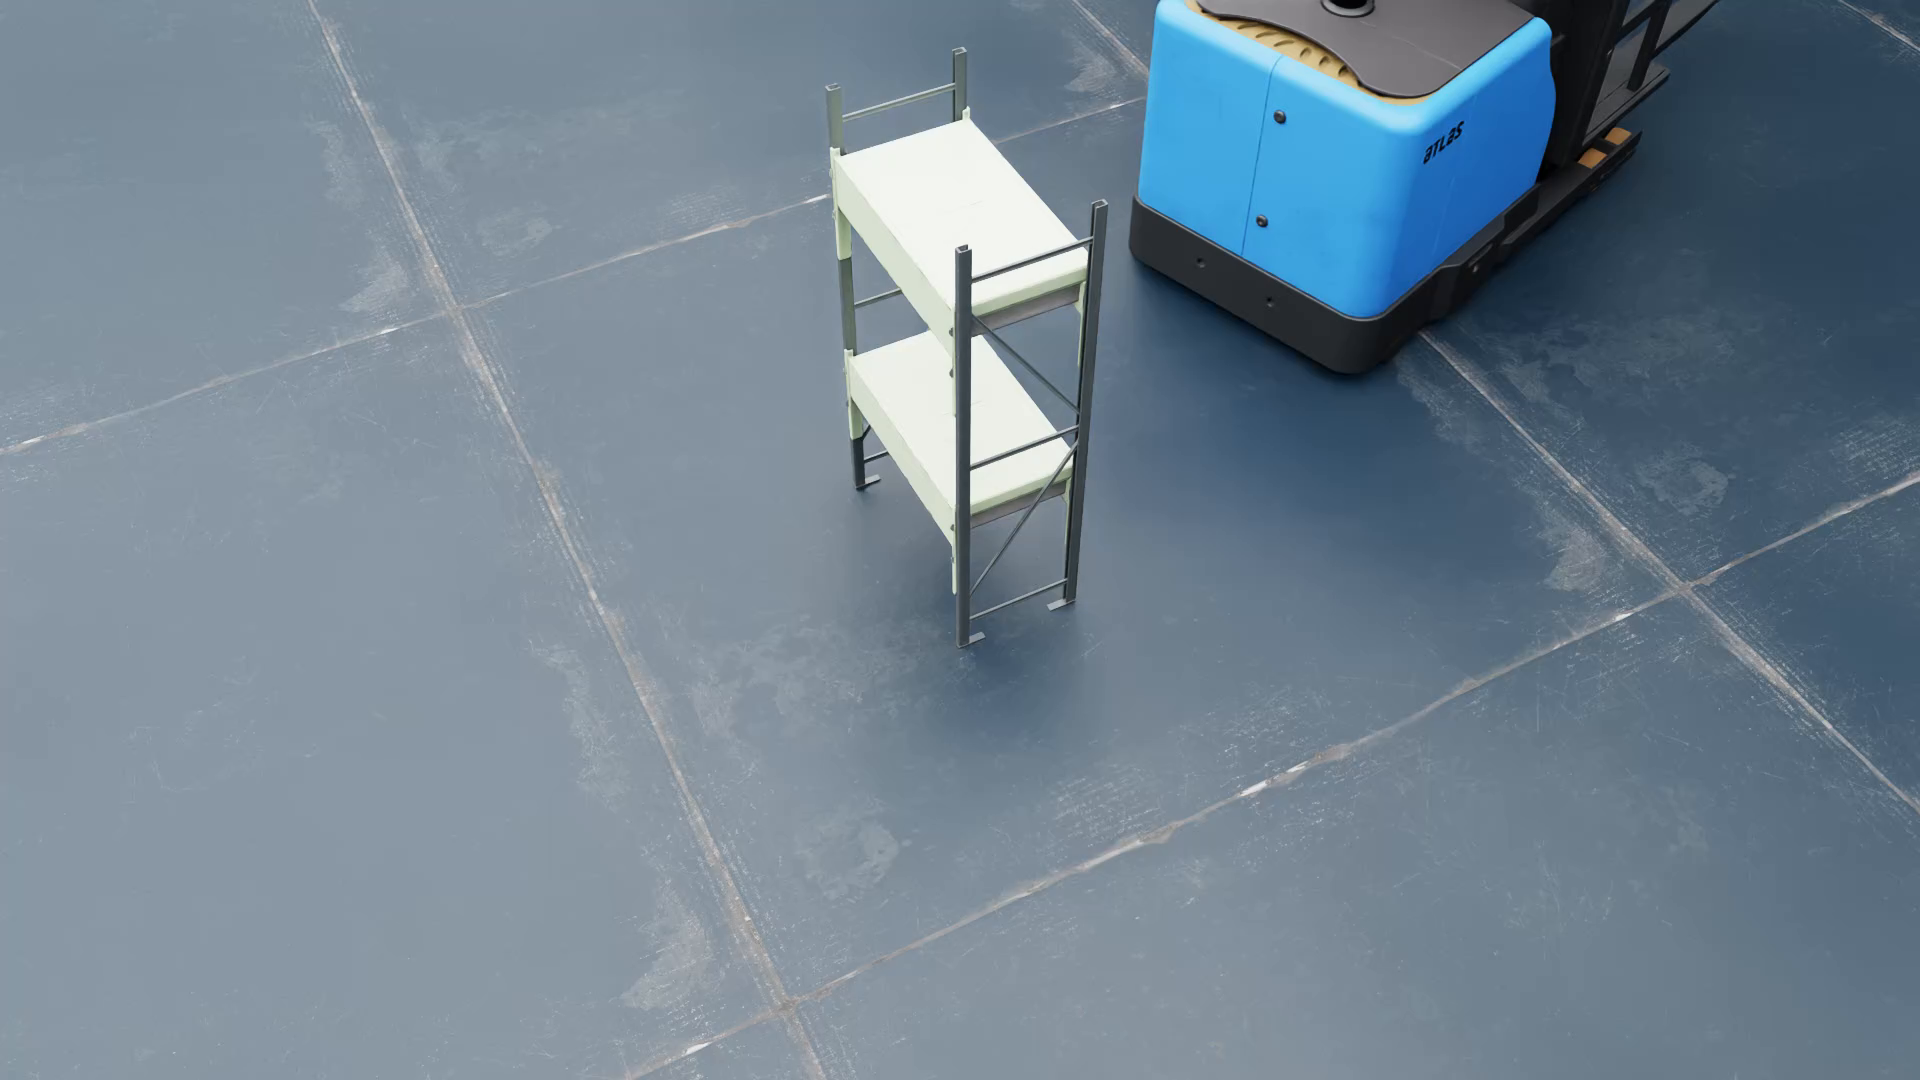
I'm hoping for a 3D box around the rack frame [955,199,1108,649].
[{"bbox_3d":[0.171,-0.244,4.467,0.400,1.500,0.023,-21,52,-18],"label":"rack frame"}]

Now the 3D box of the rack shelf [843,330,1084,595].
[{"bbox_3d":[0.003,-0.275,4.927,0.431,0.370,0.720,-21,52,-18],"label":"rack shelf"}]

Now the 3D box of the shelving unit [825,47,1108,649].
[{"bbox_3d":[0.003,-0.489,4.682,0.431,1.500,0.755,-21,52,-18],"label":"shelving unit"}]

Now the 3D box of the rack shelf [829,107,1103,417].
[{"bbox_3d":[0.003,-0.746,4.388,0.431,0.370,0.720,-21,52,-18],"label":"rack shelf"}]

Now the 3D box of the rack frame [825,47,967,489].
[{"bbox_3d":[-0.164,-0.734,4.896,0.400,1.500,0.023,-21,52,-18],"label":"rack frame"}]

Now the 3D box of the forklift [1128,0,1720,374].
[{"bbox_3d":[1.998,-2.544,5.528,1.130,2.935,3.031,36,58,27],"label":"forklift"}]
